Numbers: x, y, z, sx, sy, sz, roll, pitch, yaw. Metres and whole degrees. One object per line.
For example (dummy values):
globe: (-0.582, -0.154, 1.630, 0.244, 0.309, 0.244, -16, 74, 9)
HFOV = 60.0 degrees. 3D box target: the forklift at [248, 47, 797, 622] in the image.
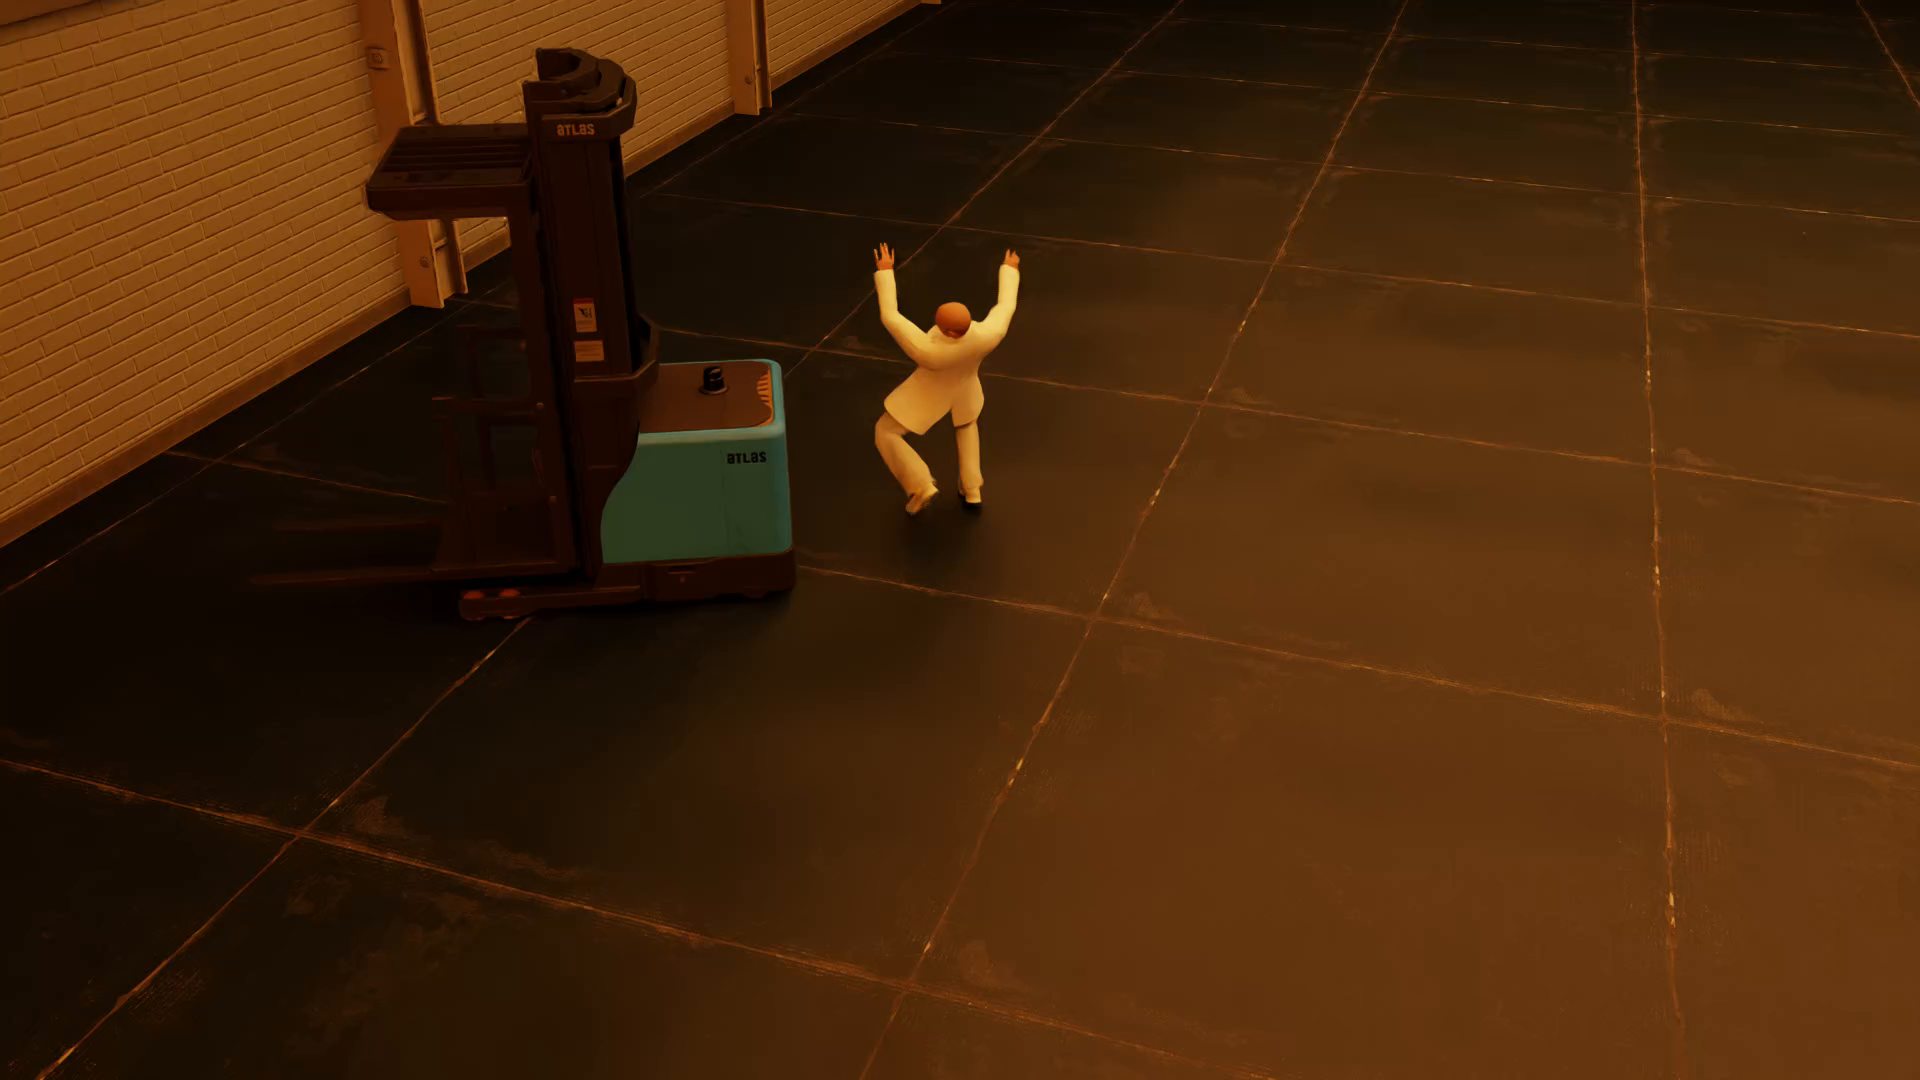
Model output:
forklift: (-2.493, -1.095, 9.058, 3.031, 2.935, 1.130, -3, 30, -6)

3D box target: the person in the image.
person: (0.029, -0.999, 10.125, 1.092, 1.691, 0.721, -18, 34, -28)
